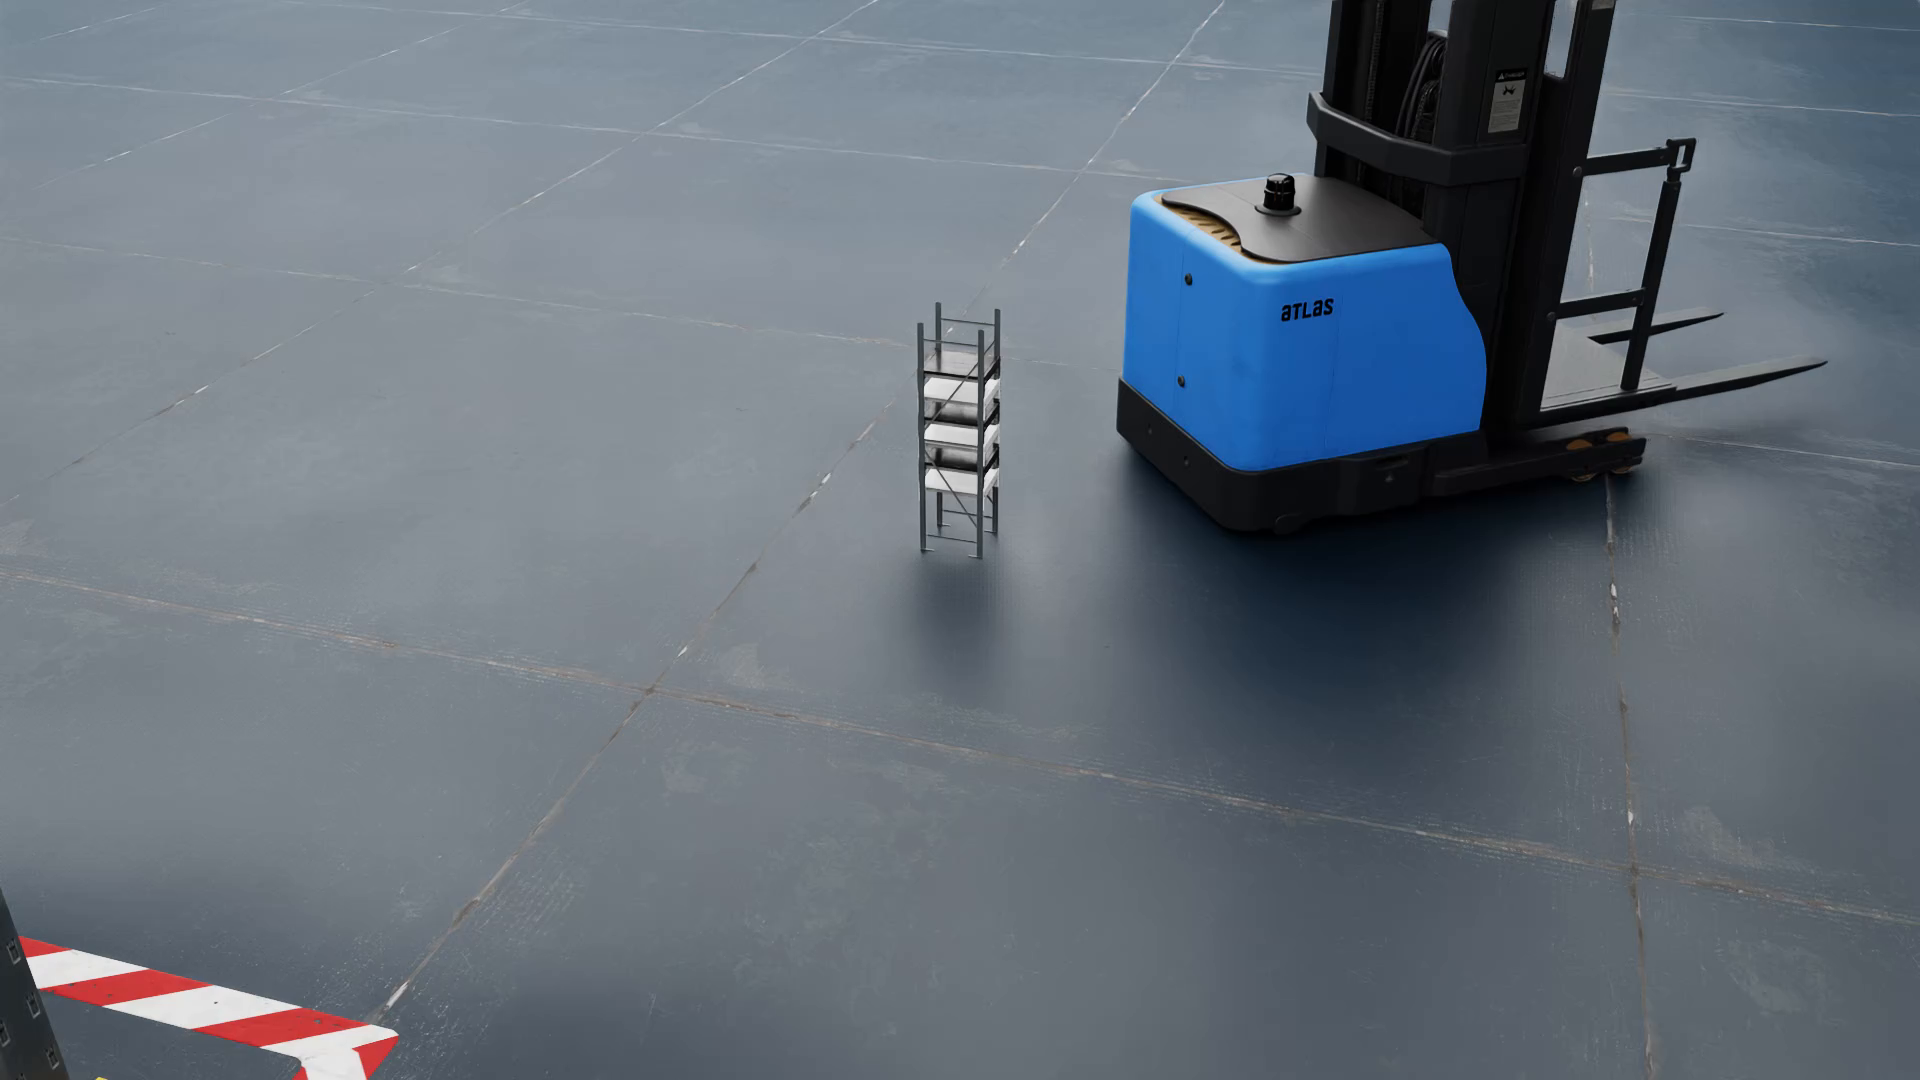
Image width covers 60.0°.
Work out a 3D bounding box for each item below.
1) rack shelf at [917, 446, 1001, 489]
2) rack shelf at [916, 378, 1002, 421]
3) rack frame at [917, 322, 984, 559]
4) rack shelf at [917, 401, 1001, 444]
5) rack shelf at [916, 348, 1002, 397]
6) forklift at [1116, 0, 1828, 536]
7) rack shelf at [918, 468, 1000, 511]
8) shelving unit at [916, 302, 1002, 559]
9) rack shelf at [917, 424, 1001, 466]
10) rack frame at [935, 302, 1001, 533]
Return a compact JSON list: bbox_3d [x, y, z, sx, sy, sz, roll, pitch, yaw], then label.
[{"bbox_3d":[-0.002,-0.282,6.084,0.258,0.077,0.200,8,30,15],"label":"rack shelf"},{"bbox_3d":[-0.002,-0.518,5.953,0.258,0.077,0.200,8,30,15],"label":"rack shelf"},{"bbox_3d":[-0.032,-0.342,5.940,0.240,0.900,0.006,8,30,15],"label":"rack frame"},{"bbox_3d":[-0.002,-0.439,5.997,0.258,0.077,0.200,8,30,15],"label":"rack shelf"},{"bbox_3d":[-0.002,-0.596,5.909,0.258,0.077,0.200,8,30,15],"label":"rack shelf"},{"bbox_3d":[2.221,-1.741,6.364,3.031,2.935,1.130,-11,31,-19],"label":"forklift"},{"bbox_3d":[-0.002,-0.203,6.128,0.258,0.077,0.200,8,30,15],"label":"rack shelf"},{"bbox_3d":[-0.002,-0.389,6.024,0.258,0.900,0.210,8,30,15],"label":"shelving unit"},{"bbox_3d":[-0.002,-0.360,6.041,0.258,0.077,0.200,8,30,15],"label":"rack shelf"},{"bbox_3d":[0.027,-0.437,6.109,0.240,0.900,0.006,8,30,15],"label":"rack frame"}]
